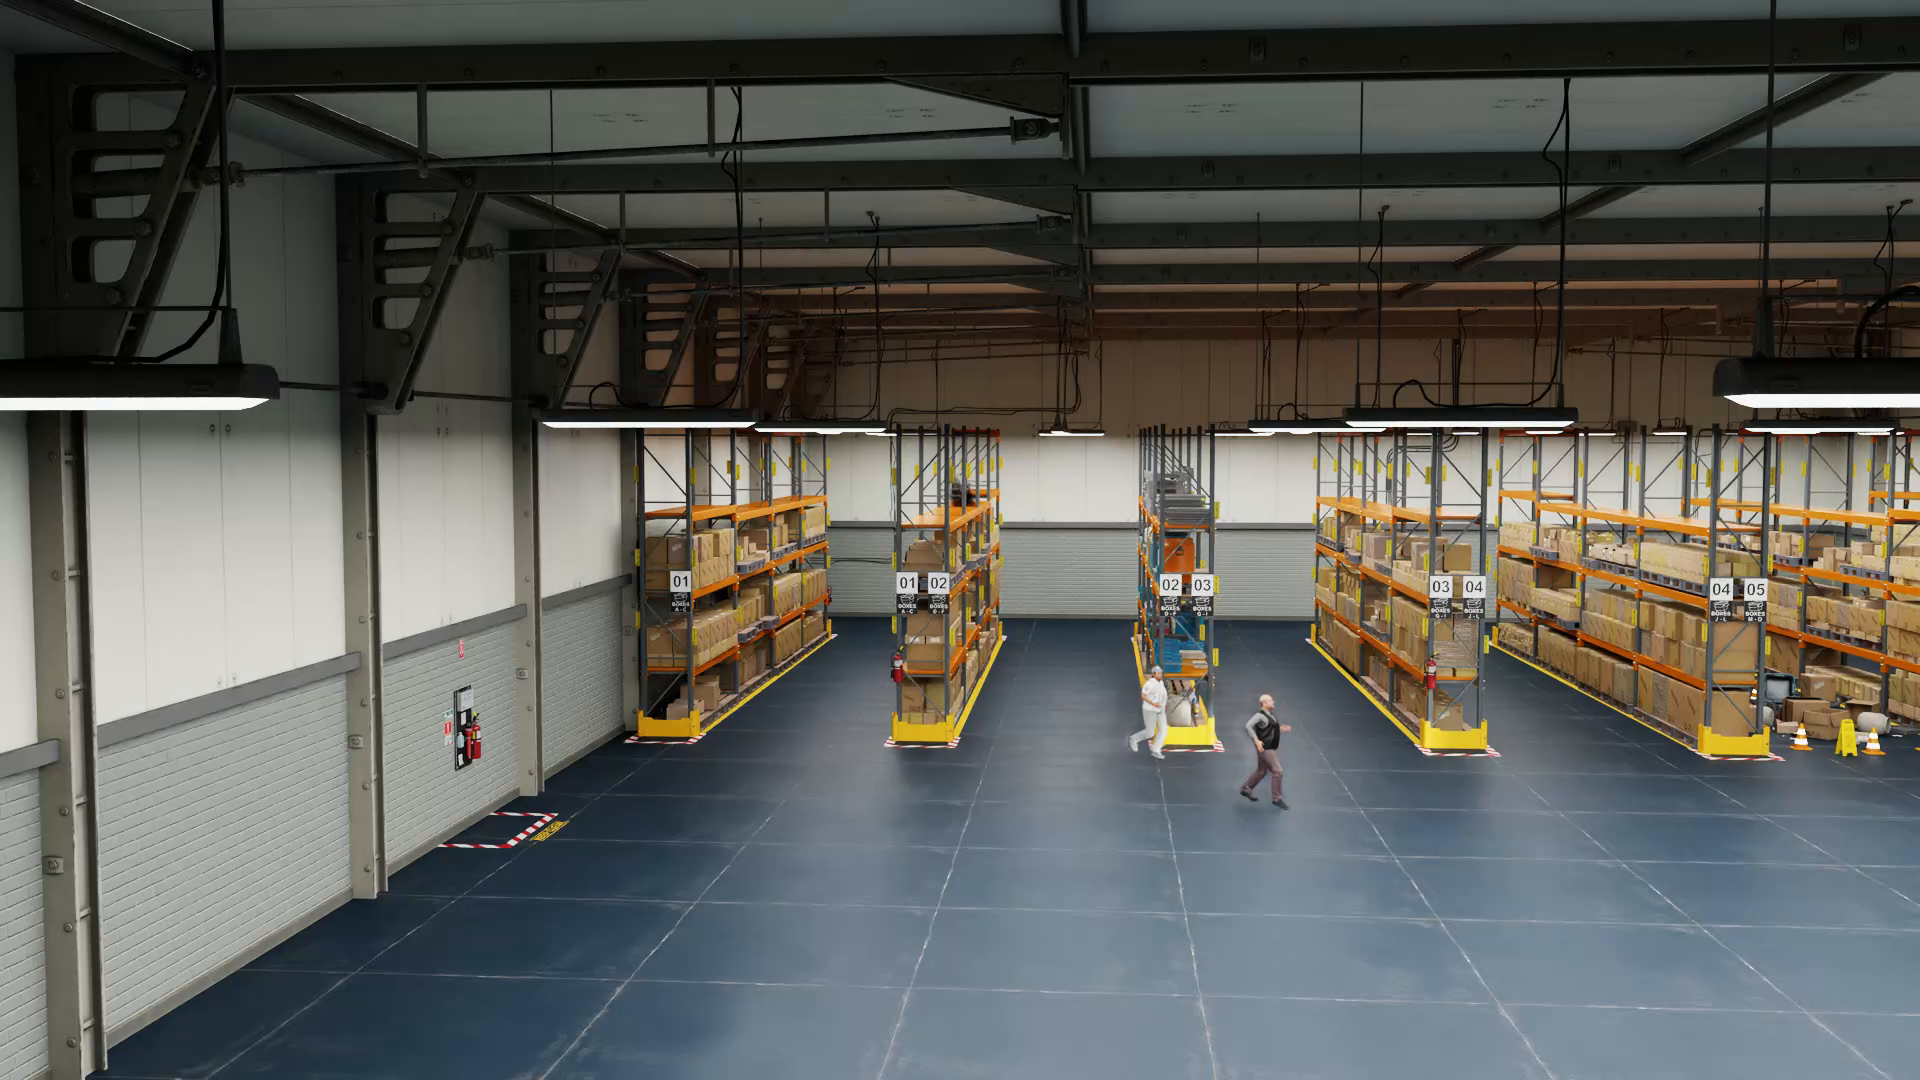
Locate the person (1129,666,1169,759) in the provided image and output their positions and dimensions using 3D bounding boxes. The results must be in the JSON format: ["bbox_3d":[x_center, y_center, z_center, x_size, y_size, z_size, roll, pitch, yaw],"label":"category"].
[{"bbox_3d":[3.478,3.090,30.031,0.633,1.640,0.743,-3,5,-45],"label":"person"}]

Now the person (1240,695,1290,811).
[{"bbox_3d":[4.742,3.280,25.806,0.825,1.771,0.633,1,4,23],"label":"person"}]
